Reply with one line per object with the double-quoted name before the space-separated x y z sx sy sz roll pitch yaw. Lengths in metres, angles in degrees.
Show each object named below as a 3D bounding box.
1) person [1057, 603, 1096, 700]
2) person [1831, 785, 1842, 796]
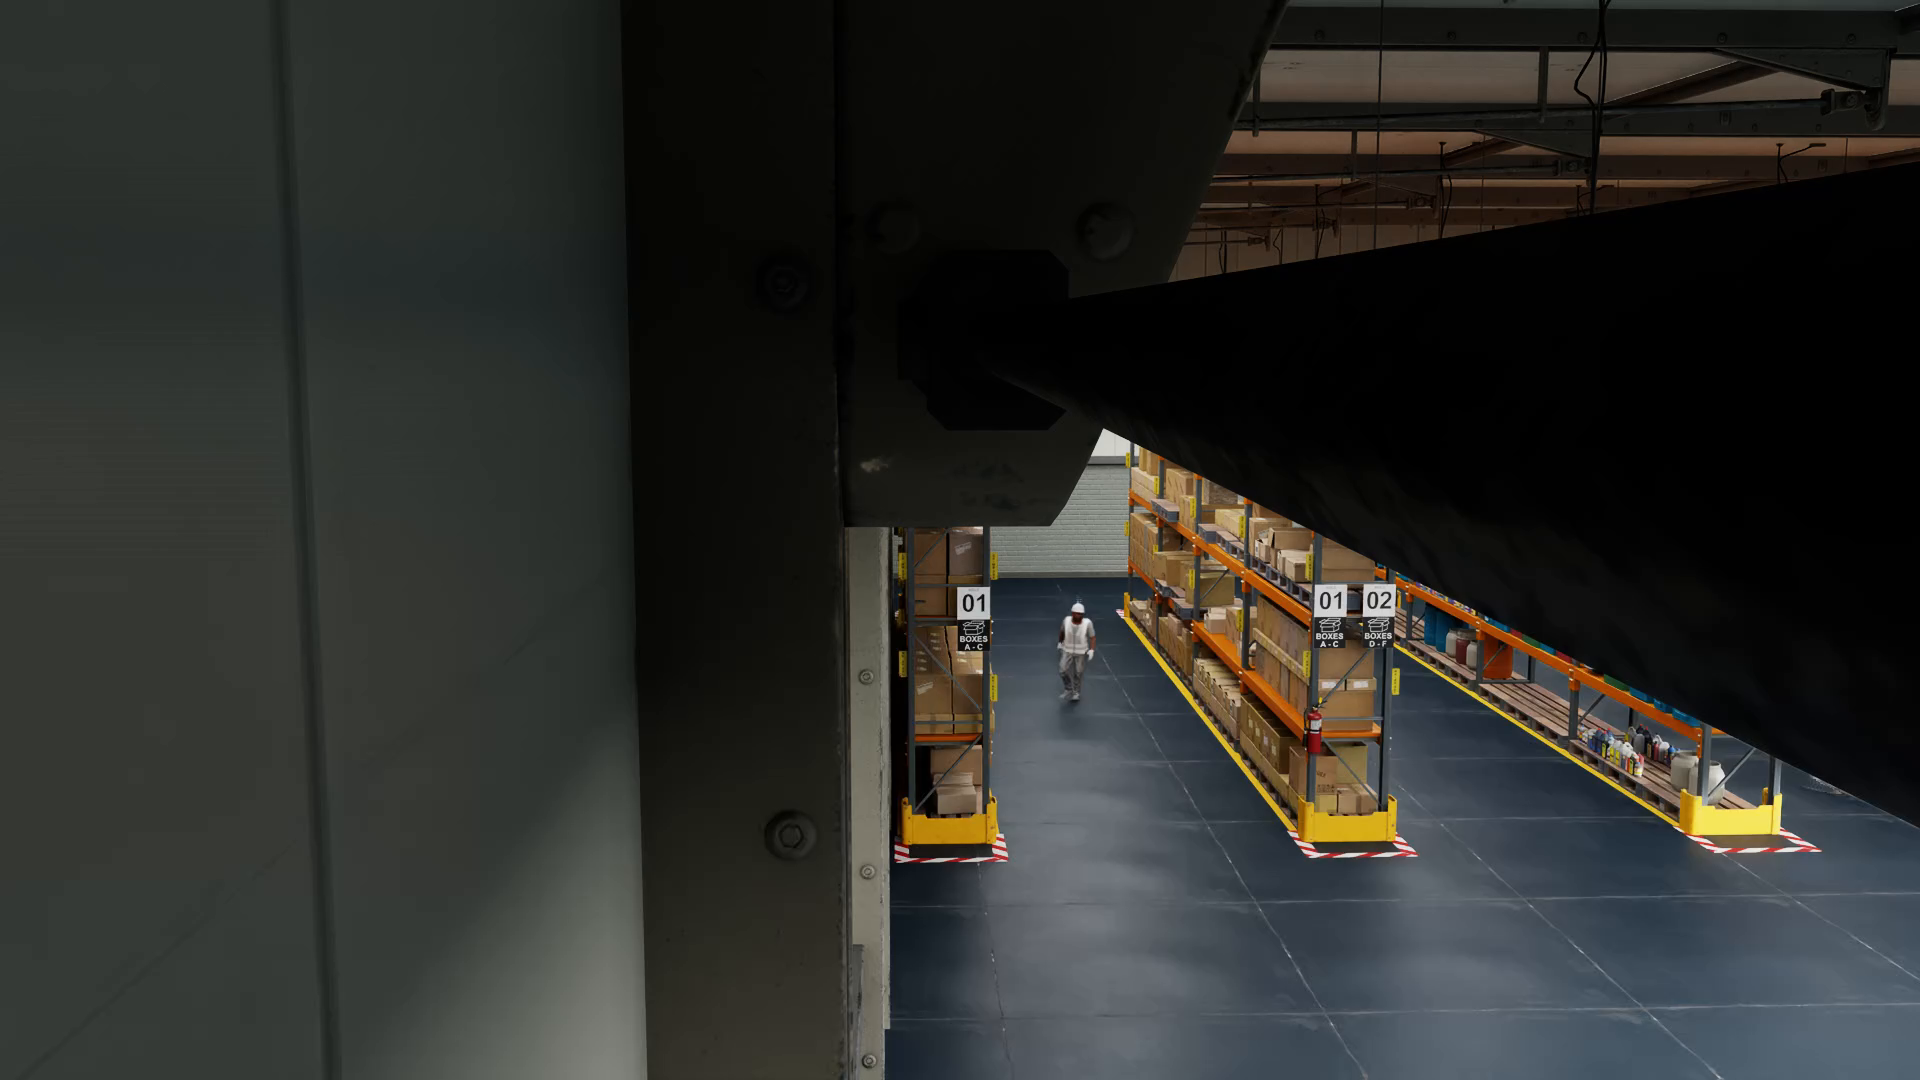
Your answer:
"person" 1.950 1.886 27.969 0.680 1.719 0.728 1 7 9
"person" 12.168 2.635 22.363 0.652 1.710 0.688 -1 7 -6
